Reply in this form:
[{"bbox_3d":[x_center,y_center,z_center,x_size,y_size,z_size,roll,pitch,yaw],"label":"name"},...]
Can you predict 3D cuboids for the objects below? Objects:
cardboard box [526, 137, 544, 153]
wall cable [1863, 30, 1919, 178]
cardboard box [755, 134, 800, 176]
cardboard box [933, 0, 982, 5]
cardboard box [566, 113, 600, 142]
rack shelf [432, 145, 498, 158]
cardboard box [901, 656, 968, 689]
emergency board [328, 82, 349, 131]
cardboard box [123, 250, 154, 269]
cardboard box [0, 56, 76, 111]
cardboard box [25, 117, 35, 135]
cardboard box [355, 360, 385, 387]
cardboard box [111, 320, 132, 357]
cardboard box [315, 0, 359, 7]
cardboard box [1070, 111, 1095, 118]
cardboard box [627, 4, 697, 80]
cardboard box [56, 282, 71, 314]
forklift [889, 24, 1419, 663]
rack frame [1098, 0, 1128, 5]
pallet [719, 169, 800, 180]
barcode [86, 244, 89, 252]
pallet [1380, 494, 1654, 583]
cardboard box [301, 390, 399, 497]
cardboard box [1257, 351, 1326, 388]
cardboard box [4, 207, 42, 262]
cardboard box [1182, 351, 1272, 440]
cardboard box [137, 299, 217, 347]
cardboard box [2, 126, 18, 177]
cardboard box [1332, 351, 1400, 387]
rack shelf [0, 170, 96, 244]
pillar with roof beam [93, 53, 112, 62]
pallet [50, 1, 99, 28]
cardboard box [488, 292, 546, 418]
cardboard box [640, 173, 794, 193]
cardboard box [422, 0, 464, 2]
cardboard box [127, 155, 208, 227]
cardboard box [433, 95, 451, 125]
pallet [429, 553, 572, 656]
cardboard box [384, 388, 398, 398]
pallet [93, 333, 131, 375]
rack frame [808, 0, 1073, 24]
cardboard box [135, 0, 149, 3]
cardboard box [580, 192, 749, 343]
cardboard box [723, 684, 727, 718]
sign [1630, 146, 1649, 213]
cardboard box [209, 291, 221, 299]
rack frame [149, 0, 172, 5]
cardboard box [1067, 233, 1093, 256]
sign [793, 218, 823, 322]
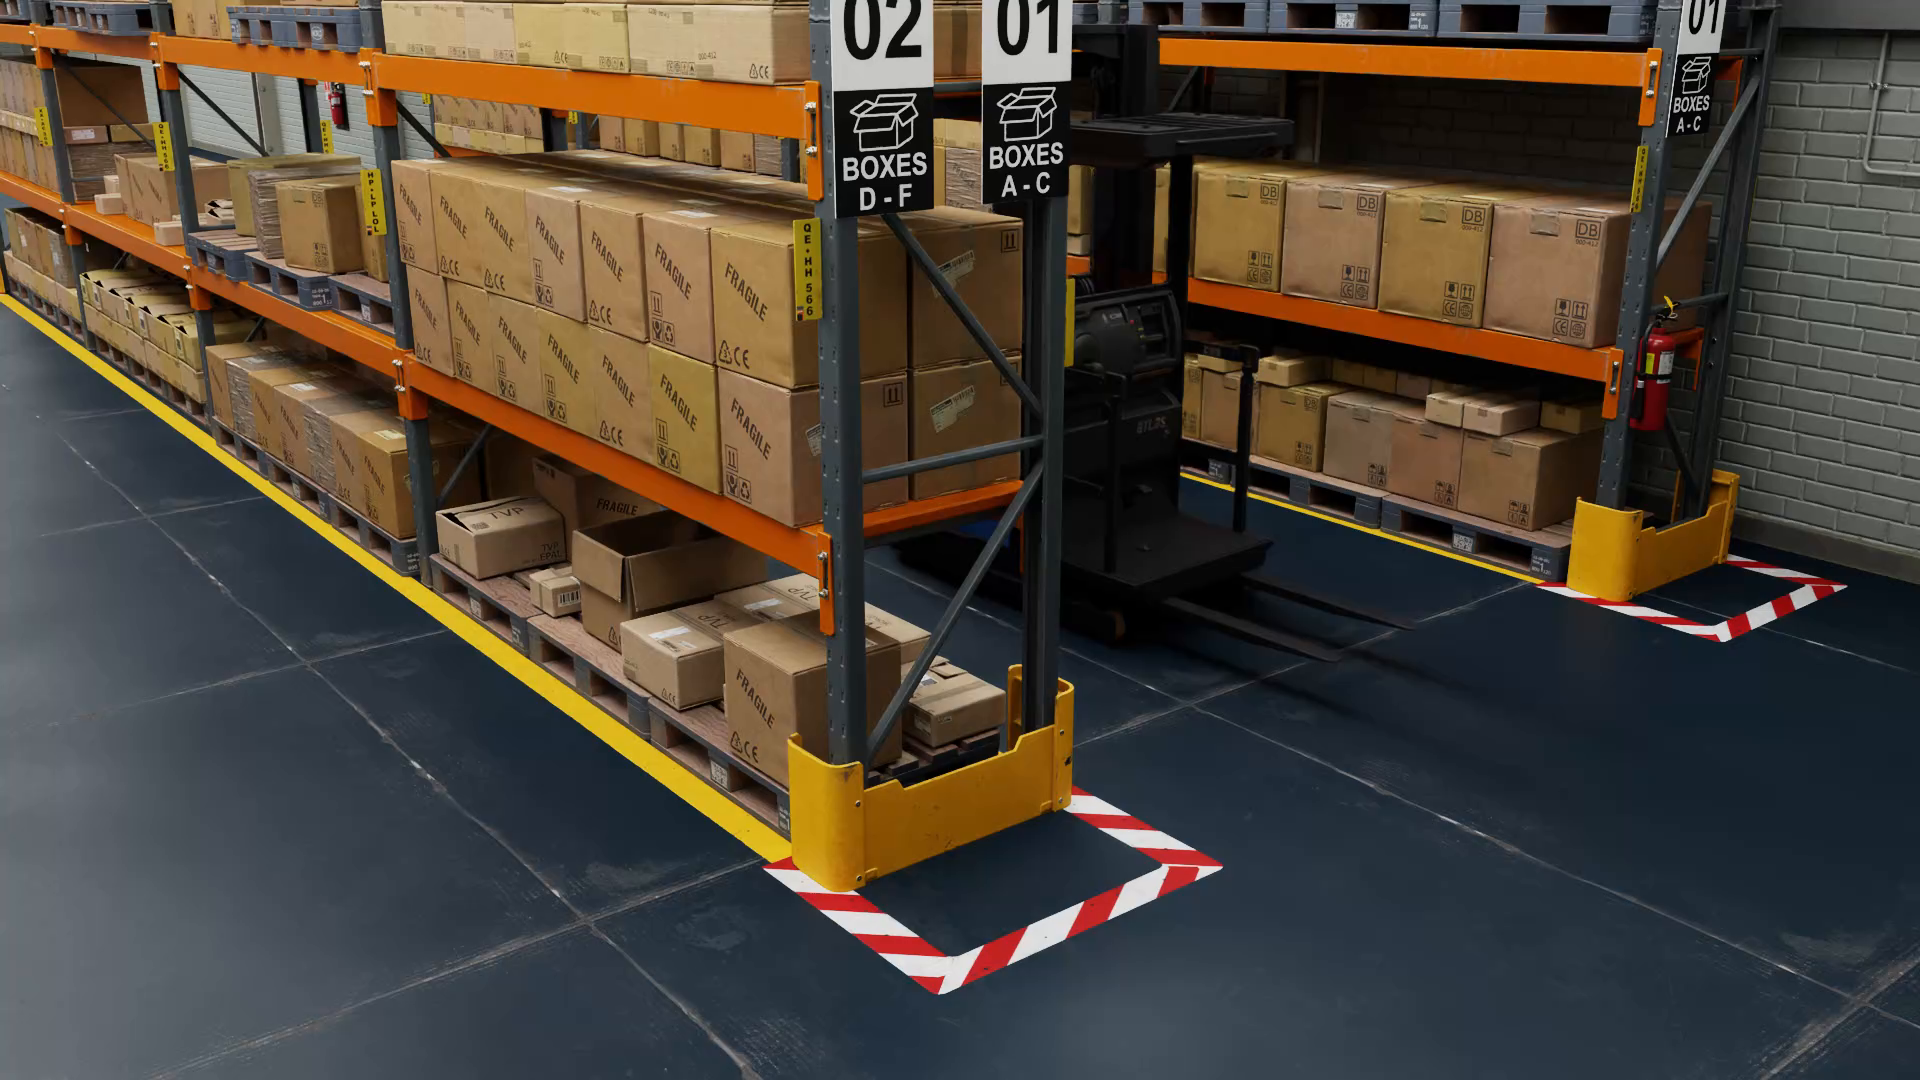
[{"bbox_3d":[-4.448,-4.323,18.353,0.500,0.250,0.500,-14,23,-36],"label":"cardboard box"},{"bbox_3d":[5.373,-1.597,8.298,0.084,1.984,1.851,-14,23,-36],"label":"wall cable"},{"bbox_3d":[-1.430,-3.587,15.065,0.500,0.500,0.700,17,25,42],"label":"cardboard box"},{"bbox_3d":[-0.159,-2.046,5.940,0.500,0.250,0.500,-14,23,-36],"label":"cardboard box"},{"bbox_3d":[-4.150,-4.553,17.855,0.500,0.500,0.500,-14,23,-36],"label":"cardboard box"},{"bbox_3d":[-4.856,-4.354,19.384,1.077,0.370,4.000,-14,23,-36],"label":"rack shelf"},{"bbox_3d":[-0.190,0.626,7.007,0.380,0.166,0.250,-14,23,-36],"label":"cardboard box"},{"bbox_3d":[-10.215,-7.280,27.075,0.194,1.169,0.643,-14,23,-36],"label":"emergency board"},{"bbox_3d":[-7.537,-2.660,15.638,0.500,0.500,0.500,-14,23,-36],"label":"cardboard box"},{"bbox_3d":[-9.335,-4.625,16.835,0.700,0.500,0.500,-15,23,-38],"label":"cardboard box"},{"bbox_3d":[-8.619,-3.929,15.764,0.380,0.149,0.250,-13,22,-35],"label":"cardboard box"},{"bbox_3d":[-3.570,-1.179,10.734,0.500,0.250,0.500,-15,23,-37],"label":"cardboard box"},{"bbox_3d":[-6.798,-1.728,14.015,0.500,0.250,0.500,-15,23,-38],"label":"cardboard box"},{"bbox_3d":[-3.215,-3.281,9.240,0.600,0.600,0.600,-14,23,-37],"label":"cardboard box"},{"bbox_3d":[0.942,-3.077,12.527,0.500,0.250,0.500,-14,23,-35],"label":"cardboard box"},{"bbox_3d":[-0.872,-1.831,6.088,0.500,0.250,0.500,-14,23,-36],"label":"cardboard box"},{"bbox_3d":[-8.257,-2.326,15.821,0.500,0.250,0.500,-14,23,-36],"label":"cardboard box"},{"bbox_3d":[0.938,-1.056,8.389,1.130,2.935,3.031,-15,24,-39],"label":"forklift"},{"bbox_3d":[1.353,-5.079,10.887,1.000,3.000,0.127,-14,23,-36],"label":"rack frame"},{"bbox_3d":[-1.656,-3.281,15.304,1.213,0.211,1.003,-14,23,-36],"label":"pallet"},{"bbox_3d":[-7.663,-2.569,14.598,0.001,0.075,0.075,-14,23,-36],"label":"barcode"},{"bbox_3d":[3.279,-0.104,9.840,1.003,0.211,1.213,-14,23,-36],"label":"pallet"},{"bbox_3d":[-3.670,-0.599,10.175,0.500,0.500,0.500,-14,23,-35],"label":"cardboard box"},{"bbox_3d":[2.131,-1.099,10.687,0.380,0.149,0.250,-15,23,-38],"label":"cardboard box"},{"bbox_3d":[-9.508,-3.172,17.184,0.500,0.500,0.500,-14,23,-36],"label":"cardboard box"},{"bbox_3d":[1.737,-1.040,11.540,0.700,0.500,0.500,-14,23,-35],"label":"cardboard box"},{"bbox_3d":[-6.168,-1.742,13.167,0.500,0.311,0.500,-14,23,-36],"label":"cardboard box"},{"bbox_3d":[-9.369,-4.022,17.078,0.700,0.500,0.500,-13,22,-35],"label":"cardboard box"},{"bbox_3d":[2.613,-1.102,10.696,0.380,0.149,0.250,-14,23,-37],"label":"cardboard box"},{"bbox_3d":[-8.737,-3.386,16.462,1.077,0.370,4.000,-14,23,-36],"label":"rack shelf"},{"bbox_3d":[-23.261,-13.106,35.128,9.100,9.000,0.400,-14,23,-36],"label":"pillar with roof beam"},{"bbox_3d":[-6.937,-4.353,13.770,0.805,0.209,1.217,-15,24,-38],"label":"pallet"},{"bbox_3d":[-1.795,-0.883,7.599,0.500,0.500,0.500,-14,23,-36],"label":"cardboard box"},{"bbox_3d":[-1.066,-1.338,7.380,0.500,0.500,0.500,-14,23,-37],"label":"cardboard box"},{"bbox_3d":[-2.109,-2.563,7.501,0.500,0.250,0.500,-14,23,-36],"label":"cardboard box"},{"bbox_3d":[-6.393,-2.837,13.499,0.500,0.500,0.500,-14,23,-36],"label":"cardboard box"},{"bbox_3d":[-6.037,-5.306,20.130,0.500,0.500,0.500,-14,23,-36],"label":"cardboard box"},{"bbox_3d":[-2.102,0.230,8.834,1.003,0.211,1.213,-14,23,-36],"label":"pallet"},{"bbox_3d":[-3.281,-0.707,10.501,0.500,0.500,0.500,-14,23,-35],"label":"cardboard box"},{"bbox_3d":[-7.007,-1.737,14.773,1.003,0.211,1.213,-14,23,-36],"label":"pallet"},{"bbox_3d":[-0.044,-3.126,4.987,1.000,3.000,0.127,-14,23,-36],"label":"rack frame"},{"bbox_3d":[-5.677,-4.028,12.054,0.500,0.250,0.500,-13,22,-35],"label":"cardboard box"},{"bbox_3d":[-1.176,-1.107,6.685,0.500,0.500,0.500,-13,22,-35],"label":"cardboard box"},{"bbox_3d":[-0.756,0.655,6.920,0.380,0.166,0.250,-14,23,-36],"label":"cardboard box"},{"bbox_3d":[3.403,-1.805,8.324,0.100,0.325,0.005,-14,23,-36],"label":"sign"},{"bbox_3d":[-6.073,-1.976,13.874,0.500,0.311,0.500,-14,23,-37],"label":"cardboard box"},{"bbox_3d":[-5.011,-5.097,10.941,1.000,3.000,0.127,-14,23,-36],"label":"rack frame"},{"bbox_3d":[0.921,-2.150,11.951,0.380,0.149,0.250,-14,23,-36],"label":"cardboard box"},{"bbox_3d":[-0.492,-0.874,5.386,0.100,0.325,0.005,-14,23,-36],"label":"sign"}]
